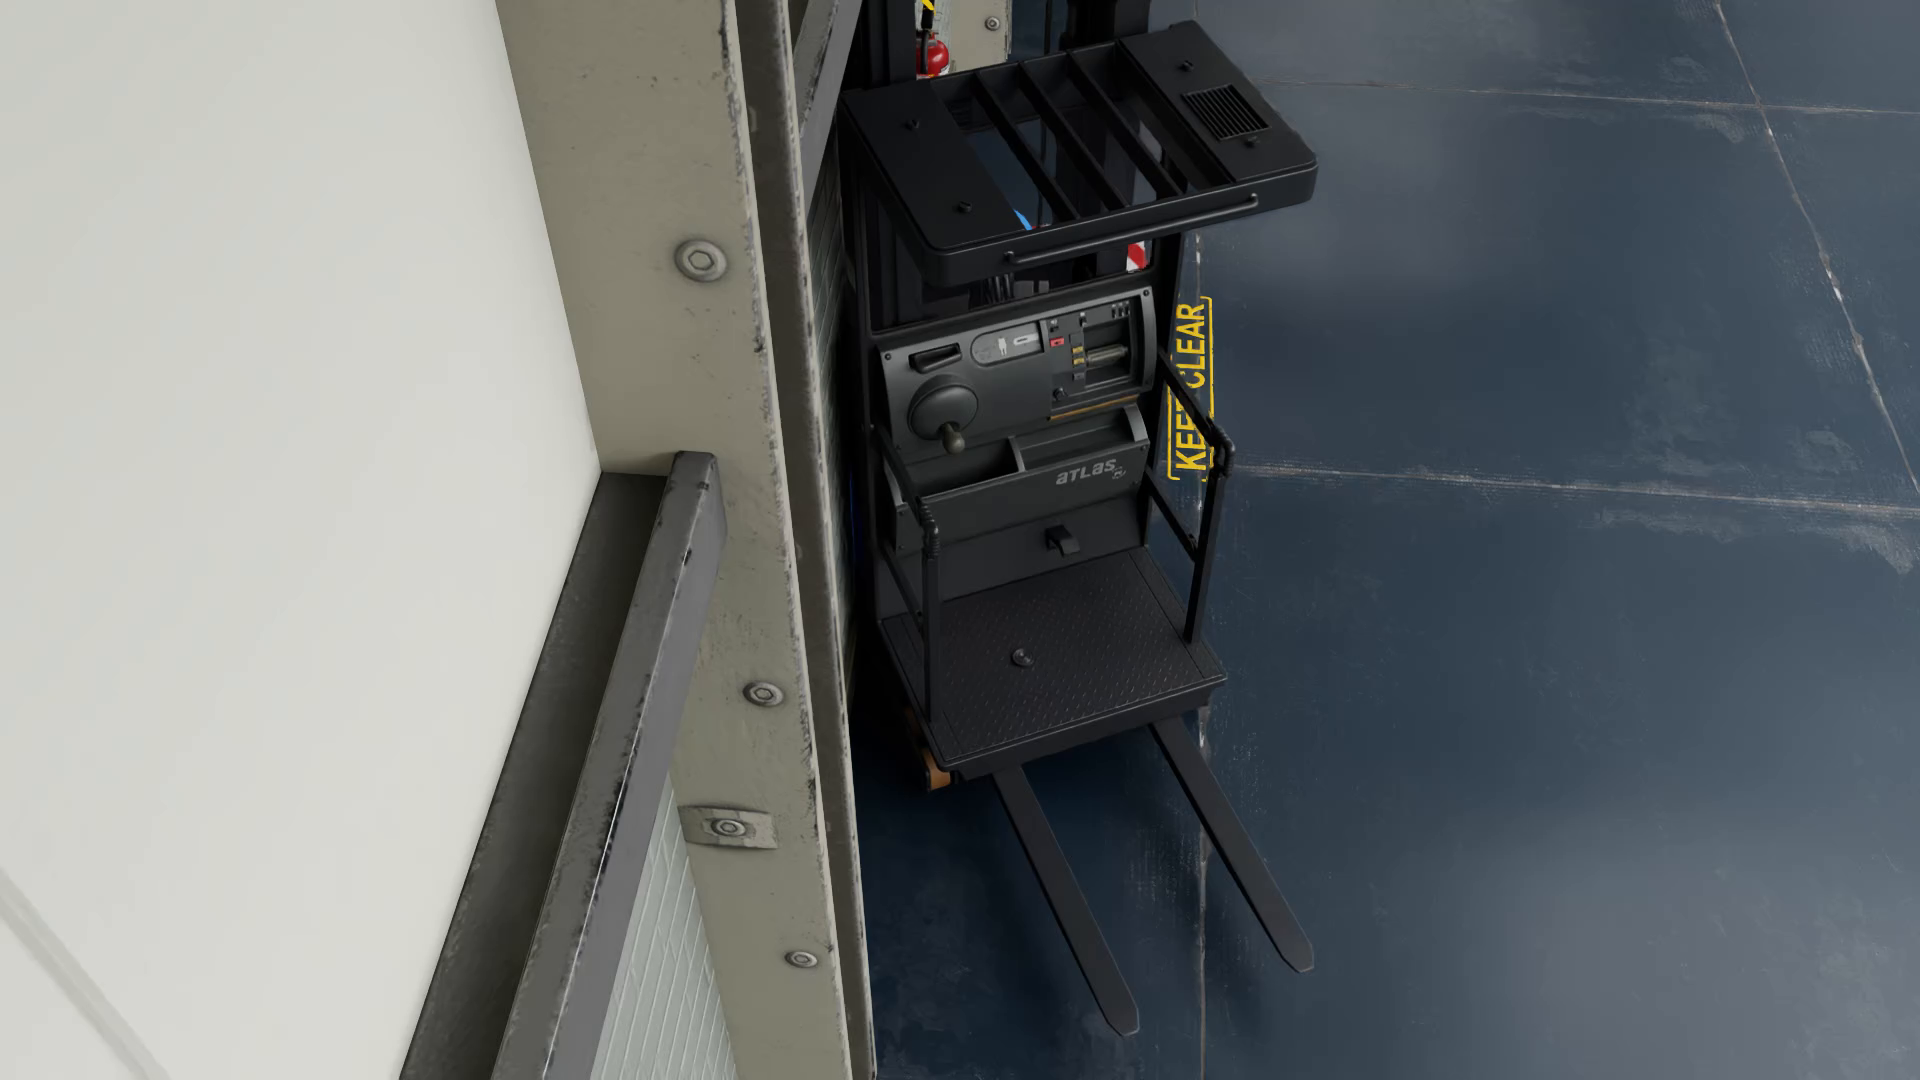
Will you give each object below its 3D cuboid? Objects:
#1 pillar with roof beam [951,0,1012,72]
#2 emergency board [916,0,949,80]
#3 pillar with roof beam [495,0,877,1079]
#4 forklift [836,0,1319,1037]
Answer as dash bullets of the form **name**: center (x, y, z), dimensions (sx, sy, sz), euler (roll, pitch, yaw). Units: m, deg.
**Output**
- **pillar with roof beam**: center (4.401, -5.357, 5.577), dimensions (9.100, 9.000, 0.400), euler (4, 48, 4)
- **emergency board**: center (-0.150, -1.808, 6.397), dimensions (0.194, 1.169, 0.643), euler (4, 48, 4)
- **pillar with roof beam**: center (3.854, -0.948, 1.545), dimensions (9.100, 9.000, 0.400), euler (4, 48, 4)
- **forklift**: center (0.274, -0.451, 5.202), dimensions (1.130, 2.935, 3.031), euler (-16, 49, -14)
